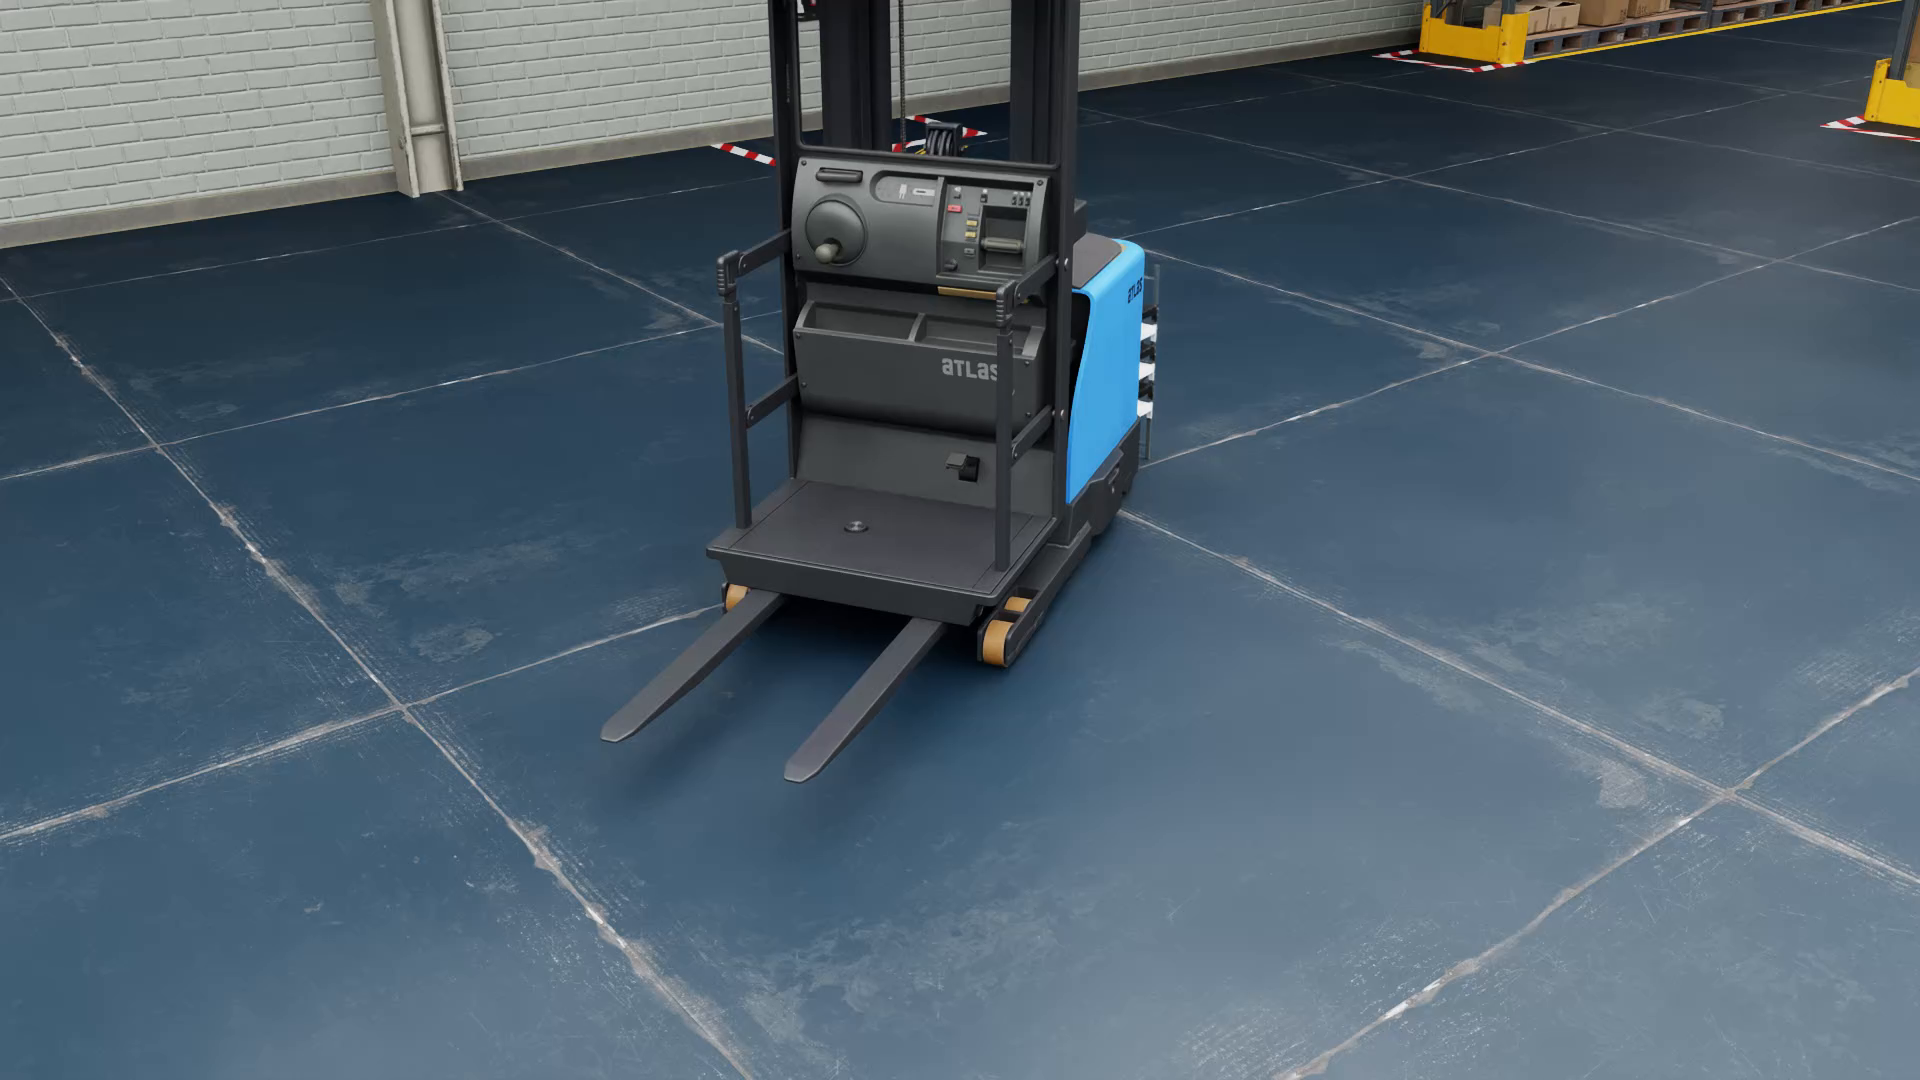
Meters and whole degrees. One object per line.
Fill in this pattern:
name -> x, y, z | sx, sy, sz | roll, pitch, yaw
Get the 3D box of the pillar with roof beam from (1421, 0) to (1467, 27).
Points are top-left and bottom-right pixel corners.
pillar with roof beam -> 8.165, -8.374, 14.104 | 0.400, 9.000, 9.100 | -18, 31, -34

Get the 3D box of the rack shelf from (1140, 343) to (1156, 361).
rack shelf -> 0.701, -0.820, 7.313 | 0.258, 0.077, 0.200 | 17, 30, 32

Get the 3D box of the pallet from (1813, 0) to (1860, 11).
pallet -> 11.171, -7.221, 22.059 | 1.213, 0.211, 1.003 | -18, 31, -34

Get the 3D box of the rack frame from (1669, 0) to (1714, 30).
rack frame -> 8.639, -7.650, 19.670 | 0.127, 3.000, 1.000 | -18, 31, -34

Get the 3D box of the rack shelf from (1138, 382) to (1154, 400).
rack shelf -> 0.701, -0.657, 7.389 | 0.258, 0.077, 0.200 | 17, 30, 32

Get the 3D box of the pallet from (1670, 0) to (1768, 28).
pallet -> 9.251, -6.588, 20.693 | 1.213, 0.211, 1.003 | -18, 31, -34

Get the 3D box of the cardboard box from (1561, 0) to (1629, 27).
cardboard box -> 7.148, -6.148, 18.881 | 0.500, 0.500, 0.700 | -21, 32, -37

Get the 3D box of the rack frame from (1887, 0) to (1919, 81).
rack frame -> 8.551, -4.971, 13.897 | 0.127, 3.000, 1.000 | -18, 31, -34

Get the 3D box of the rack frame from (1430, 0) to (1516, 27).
rack frame -> 5.491, -6.611, 17.431 | 0.127, 3.000, 1.000 | -18, 31, -34

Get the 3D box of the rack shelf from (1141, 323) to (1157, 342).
rack shelf -> 0.701, -0.902, 7.275 | 0.258, 0.077, 0.200 | 17, 30, 32

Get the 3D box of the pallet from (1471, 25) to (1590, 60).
pallet -> 6.212, -5.565, 18.490 | 1.213, 0.211, 1.003 | -18, 31, -34

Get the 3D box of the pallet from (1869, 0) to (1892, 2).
pallet -> 12.454, -7.604, 22.883 | 1.213, 0.211, 1.003 | -18, 31, -34

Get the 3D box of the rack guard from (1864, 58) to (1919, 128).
rack guard -> 8.532, -3.830, 14.410 | 0.348, 0.500, 1.175 | -18, 31, -34

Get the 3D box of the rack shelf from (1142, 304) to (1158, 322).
rack shelf -> 0.701, -0.983, 7.238 | 0.258, 0.077, 0.200 | 17, 30, 32

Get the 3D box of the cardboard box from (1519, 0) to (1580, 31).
cardboard box -> 6.540, -5.889, 18.546 | 0.500, 0.311, 0.500 | -15, 29, -30

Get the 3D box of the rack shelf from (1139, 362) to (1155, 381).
rack shelf -> 0.701, -0.738, 7.351 | 0.258, 0.077, 0.200 | 17, 30, 32

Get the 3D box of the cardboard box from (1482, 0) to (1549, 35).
cardboard box -> 6.091, -5.740, 18.227 | 0.500, 0.311, 0.500 | -23, 33, -40

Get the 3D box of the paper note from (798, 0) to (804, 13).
paper note -> -1.363, -4.468, 13.861 | 0.142, 0.148, 0.016 | -18, 31, -34

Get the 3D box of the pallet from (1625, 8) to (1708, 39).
pallet -> 8.132, -6.199, 19.855 | 1.213, 0.211, 1.003 | -18, 31, -34

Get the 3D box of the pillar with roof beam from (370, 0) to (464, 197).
pillar with roof beam -> -1.278, -5.257, 7.388 | 0.400, 9.000, 9.100 | -18, 31, -34

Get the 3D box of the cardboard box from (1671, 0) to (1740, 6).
cardboard box -> 9.208, -6.912, 20.527 | 0.500, 0.500, 0.700 | -17, 30, -32

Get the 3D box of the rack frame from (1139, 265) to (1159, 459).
rack frame -> 0.760, -0.804, 7.412 | 0.240, 0.900, 0.006 | 17, 30, 32

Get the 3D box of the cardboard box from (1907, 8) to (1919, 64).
cardboard box -> 8.789, -4.492, 14.742 | 0.500, 0.500, 0.500 | -18, 31, -34

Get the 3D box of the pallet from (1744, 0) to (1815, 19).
pallet -> 10.211, -6.906, 21.380 | 1.213, 0.211, 1.003 | -18, 31, -34

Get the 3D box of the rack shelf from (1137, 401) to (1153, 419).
rack shelf -> 0.701, -0.575, 7.427 | 0.258, 0.077, 0.200 | 17, 30, 32

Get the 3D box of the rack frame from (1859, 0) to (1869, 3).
rack frame -> 11.787, -8.689, 21.908 | 0.127, 3.000, 1.000 | -18, 31, -34

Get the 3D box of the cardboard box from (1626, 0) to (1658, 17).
cardboard box -> 7.847, -6.433, 19.494 | 0.500, 0.500, 0.500 | -21, 32, -38

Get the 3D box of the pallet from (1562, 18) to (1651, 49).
pallet -> 7.172, -5.880, 19.169 | 1.213, 0.211, 1.003 | -18, 31, -34

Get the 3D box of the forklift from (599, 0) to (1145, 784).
forklift -> -0.224, -1.083, 5.601 | 1.130, 2.935, 3.031 | 9, 26, 19

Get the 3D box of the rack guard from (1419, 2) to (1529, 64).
rack guard -> 5.551, -5.496, 17.999 | 0.348, 0.500, 1.175 | -18, 31, -34

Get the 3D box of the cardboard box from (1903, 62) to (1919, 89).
cardboard box -> 8.791, -4.151, 14.898 | 0.500, 0.250, 0.500 | -18, 31, -34

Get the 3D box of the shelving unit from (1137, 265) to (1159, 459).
shelving unit -> 0.701, -0.769, 7.337 | 0.258, 0.900, 0.210 | 17, 30, 32

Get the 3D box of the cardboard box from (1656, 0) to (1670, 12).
cardboard box -> 8.237, -6.415, 19.853 | 0.380, 0.166, 0.250 | 22, 33, 39

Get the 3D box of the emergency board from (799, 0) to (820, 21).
emergency board -> -1.181, -4.891, 13.726 | 0.643, 1.169, 0.194 | -18, 31, -34
